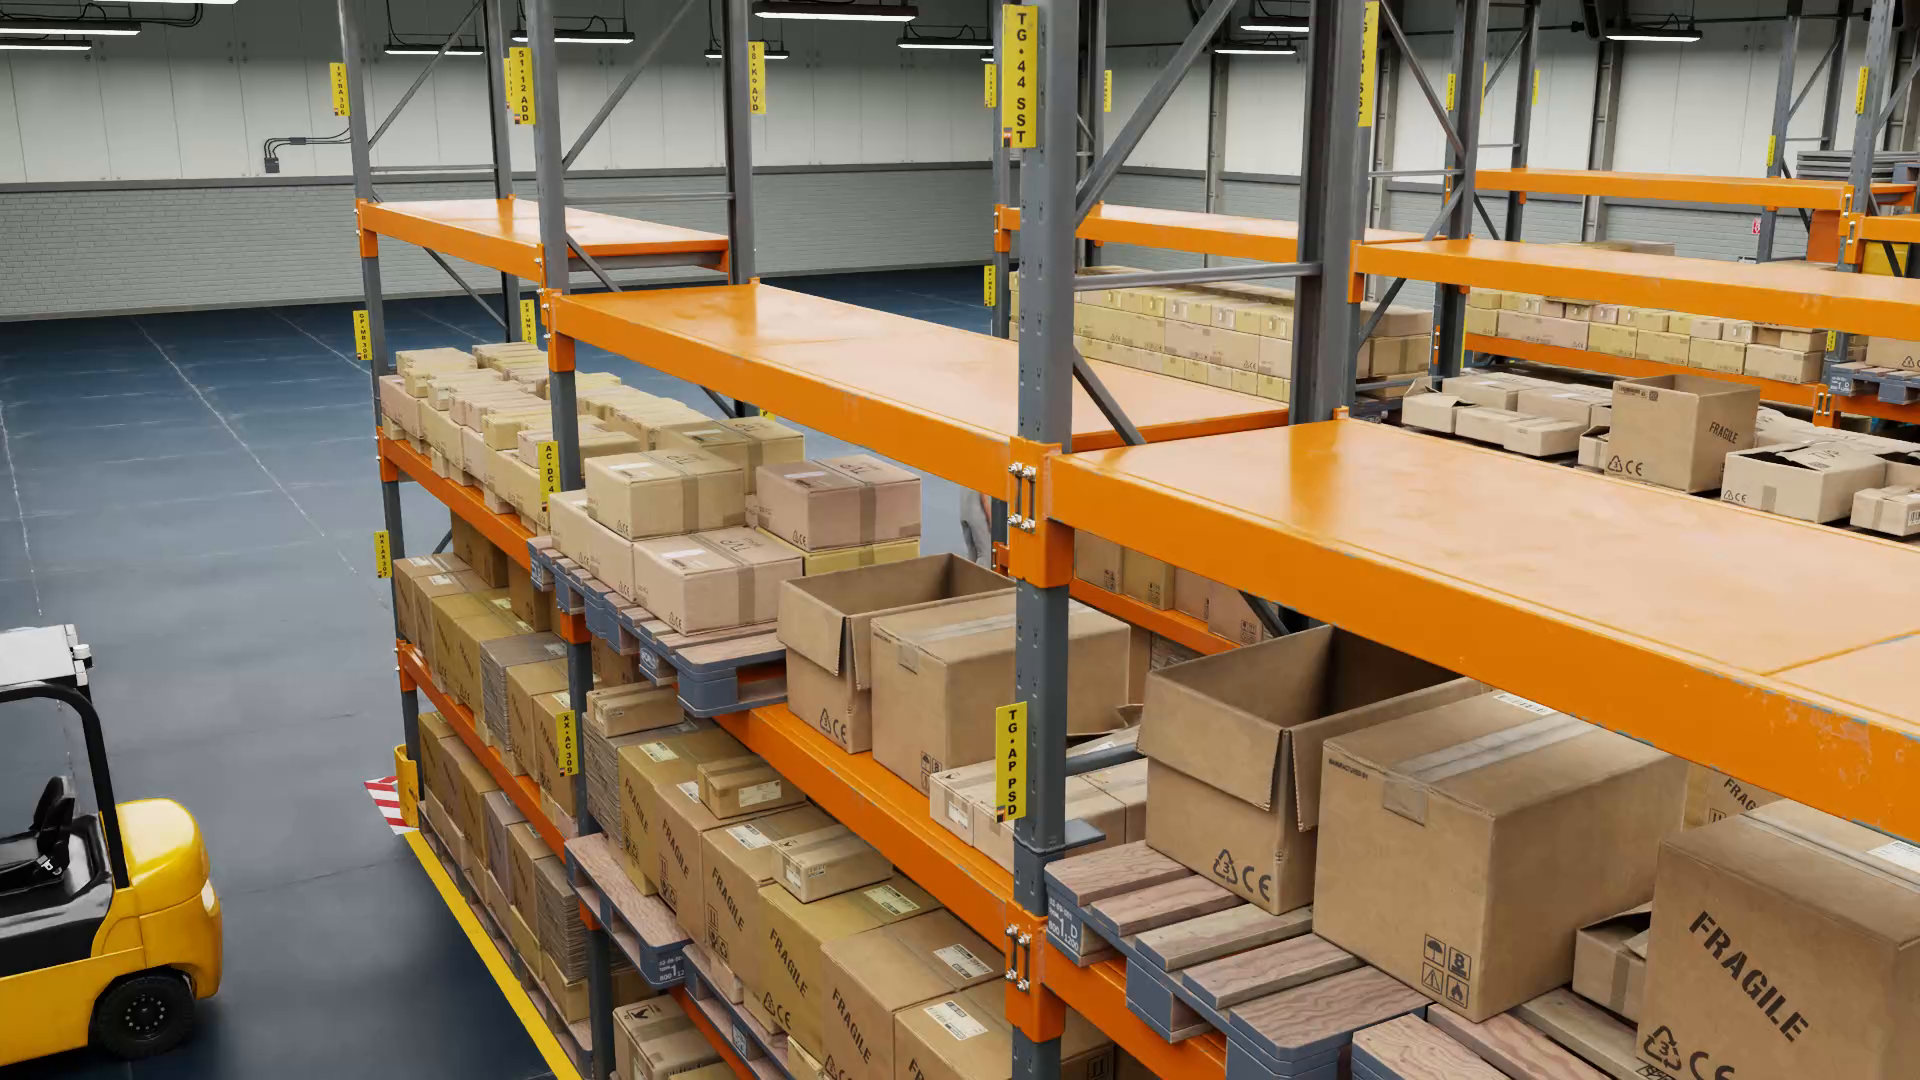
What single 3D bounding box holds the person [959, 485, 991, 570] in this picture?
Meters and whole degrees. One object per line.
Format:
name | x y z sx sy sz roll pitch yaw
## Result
person | 0.184 -0.215 16.824 0.357 1.673 0.486 -9 17 -29
